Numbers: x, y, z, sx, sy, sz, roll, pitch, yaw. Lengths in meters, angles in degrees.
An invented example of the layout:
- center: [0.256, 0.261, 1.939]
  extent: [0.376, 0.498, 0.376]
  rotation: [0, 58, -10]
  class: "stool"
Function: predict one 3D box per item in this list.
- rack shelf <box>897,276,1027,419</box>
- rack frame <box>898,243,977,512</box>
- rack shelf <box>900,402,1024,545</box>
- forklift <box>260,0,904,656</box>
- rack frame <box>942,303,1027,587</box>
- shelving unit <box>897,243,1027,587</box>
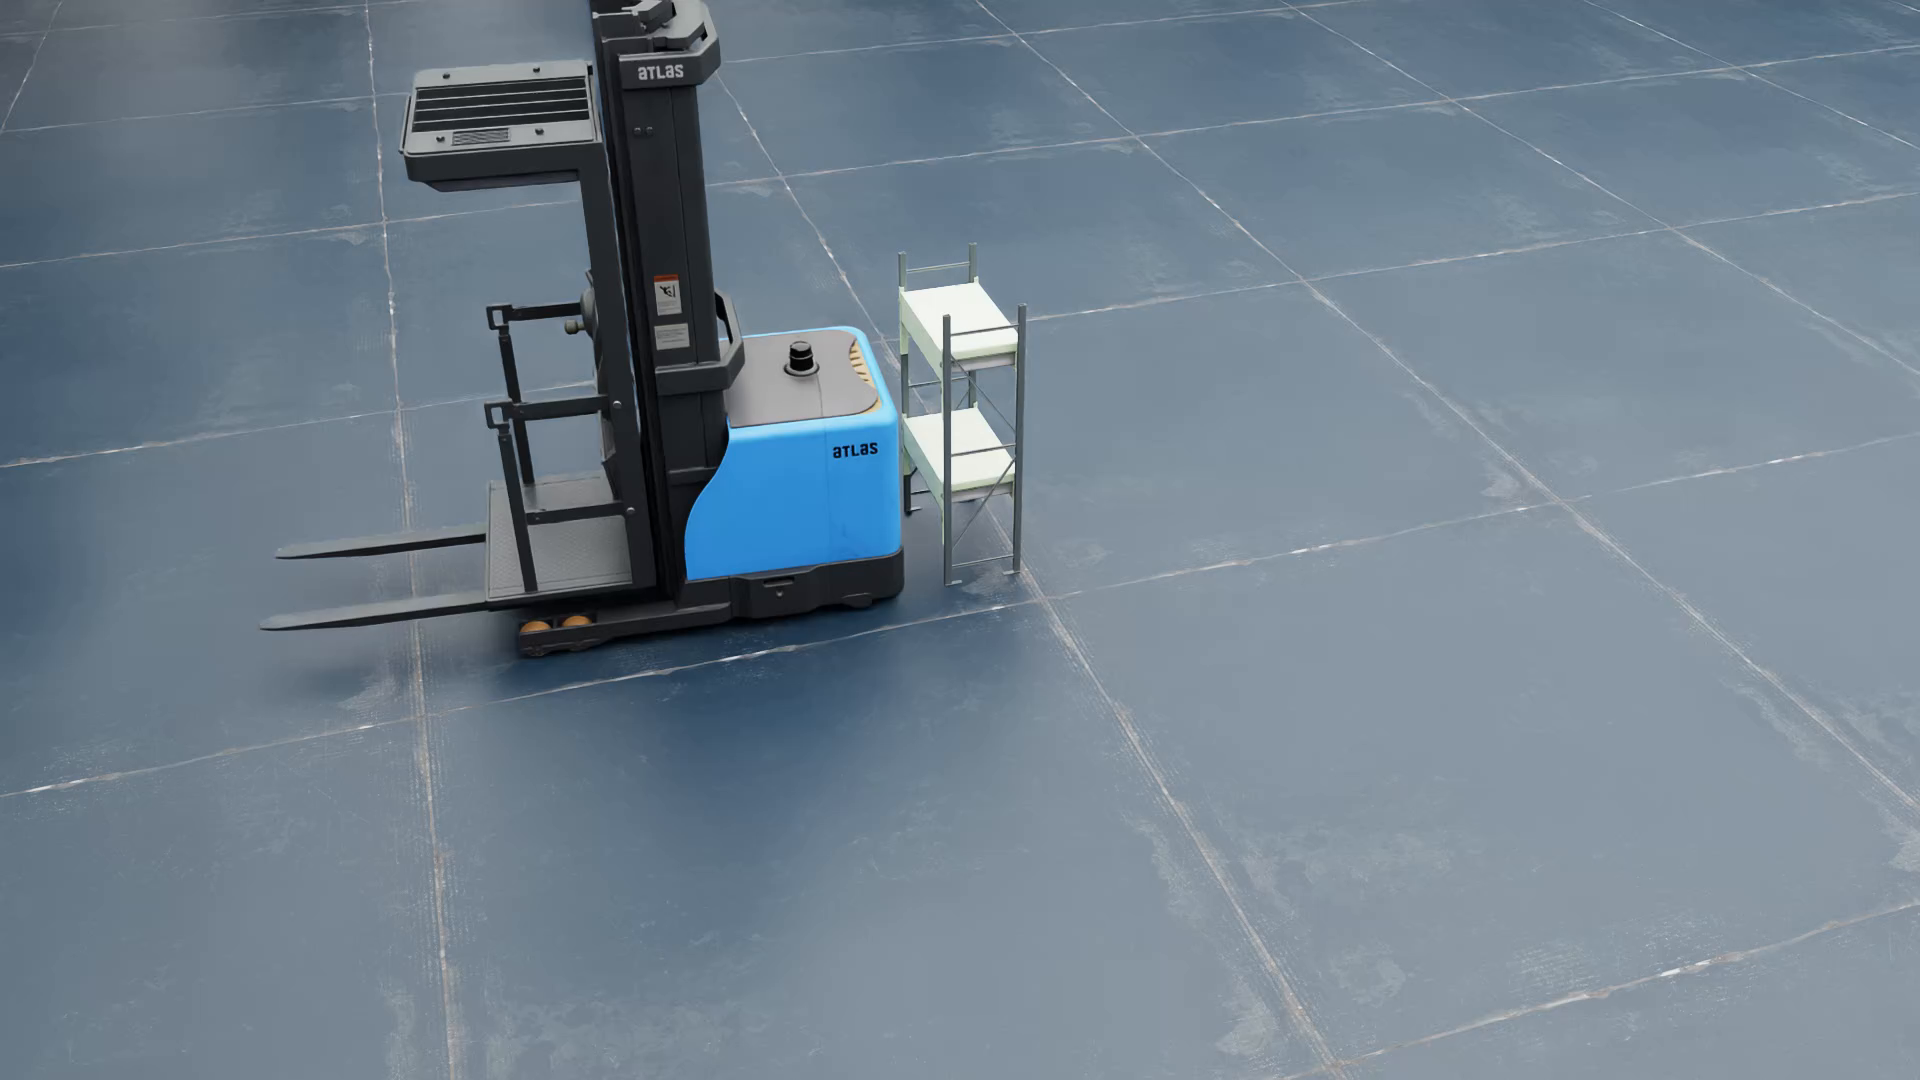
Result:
- center: [0.002, -0.948, 8.116]
  extent: [0.431, 0.370, 0.720]
  rotation: [-10, 35, -15]
  class: "rack shelf"
- center: [-0.110, -0.814, 8.622]
  extent: [0.400, 1.500, 0.023]
  rotation: [-10, 35, -15]
  class: "rack frame"
- center: [0.002, -0.350, 8.511]
  extent: [0.431, 0.370, 0.720]
  rotation: [-10, 35, -15]
  class: "rack shelf"
- center: [-1.849, -0.990, 7.589]
  extent: [3.031, 2.935, 1.130]
  rotation: [-7, 34, -11]
  class: "forklift"
- center: [0.114, -0.430, 8.040]
  extent: [0.400, 1.500, 0.023]
  rotation: [-10, 35, -15]
  class: "rack frame"
- center: [0.002, -0.622, 8.331]
  extent: [0.431, 1.500, 0.755]
  rotation: [-10, 35, -15]
  class: "shelving unit"
